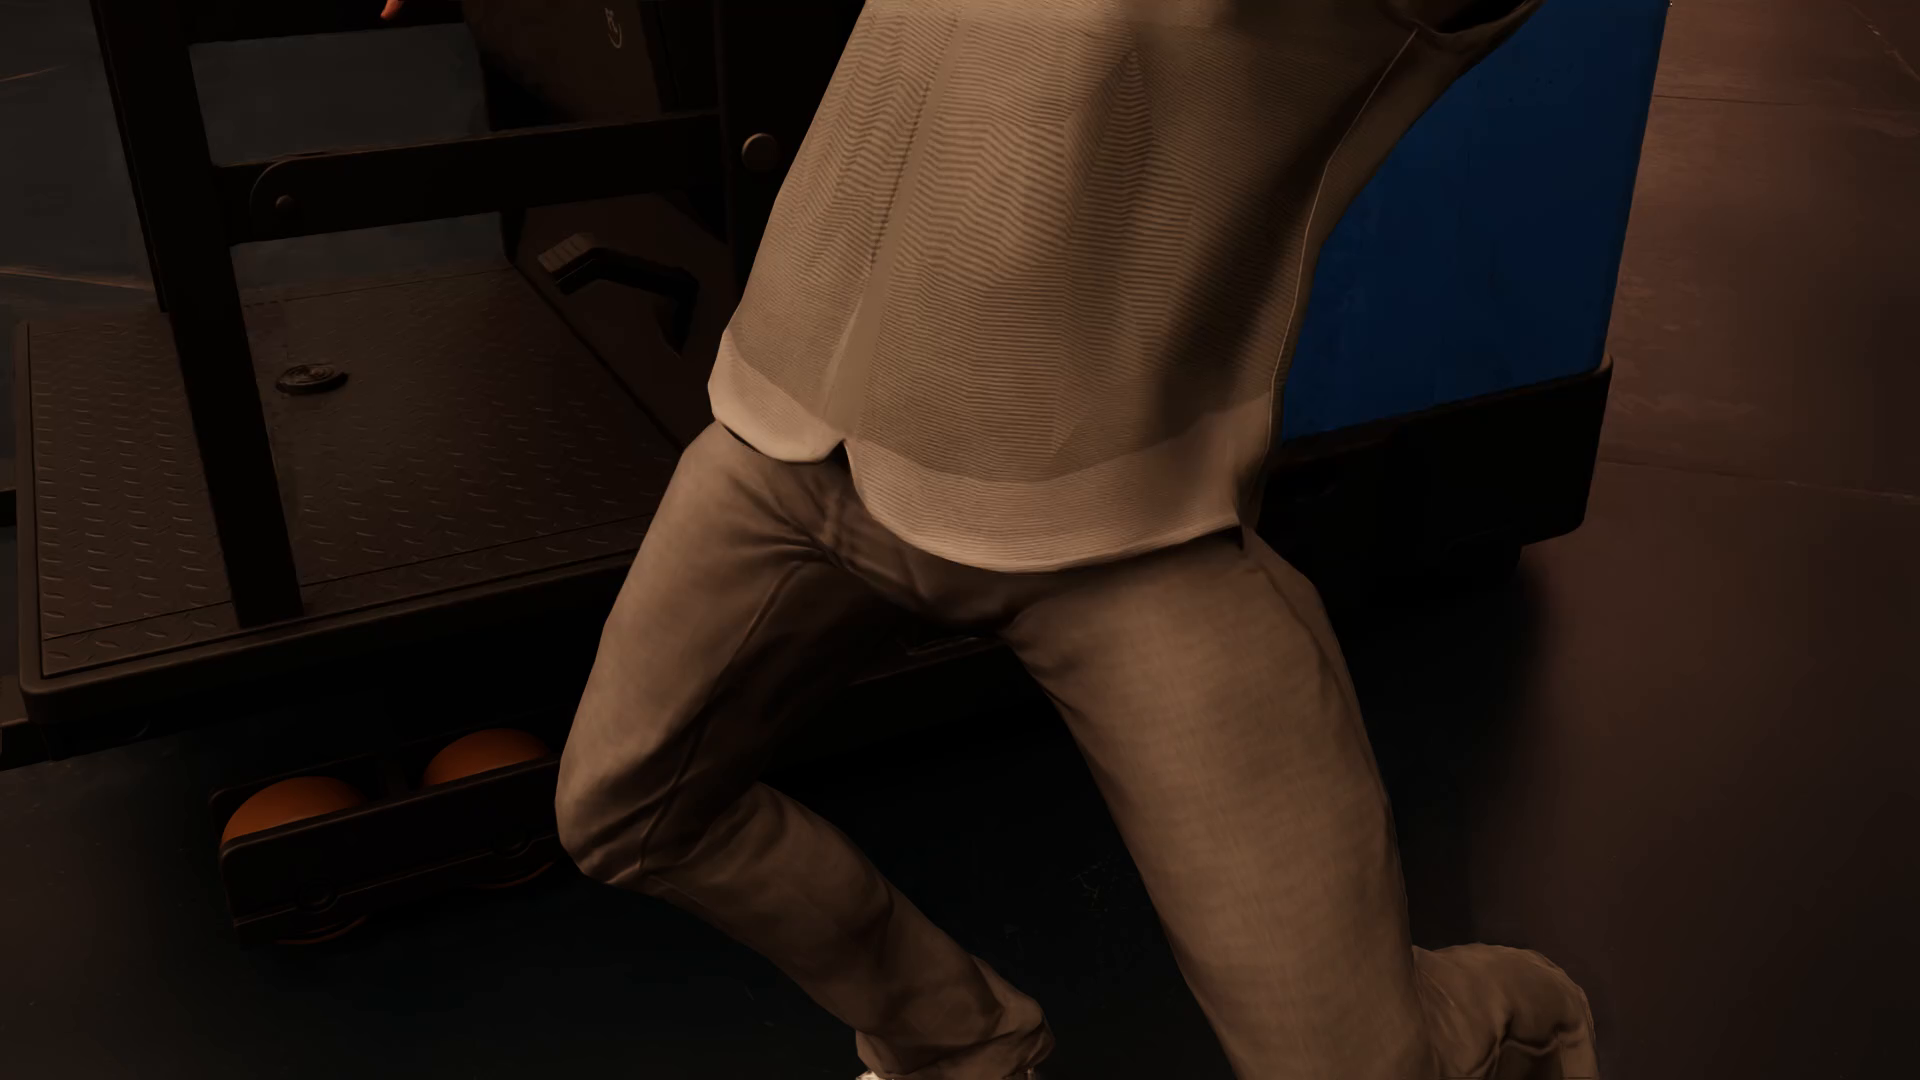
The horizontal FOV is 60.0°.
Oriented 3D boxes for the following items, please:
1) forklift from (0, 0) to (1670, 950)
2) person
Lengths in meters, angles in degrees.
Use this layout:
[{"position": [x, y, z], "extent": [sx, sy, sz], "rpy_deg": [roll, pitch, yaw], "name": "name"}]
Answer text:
[{"position": [-0.640, -1.169, 1.565], "extent": [3.031, 2.935, 1.130], "rpy_deg": [-13, 30, -24], "name": "forklift"}, {"position": [-0.024, -0.070, 1.095], "extent": [0.917, 1.366, 0.686], "rpy_deg": [20, 33, 34], "name": "person"}]
